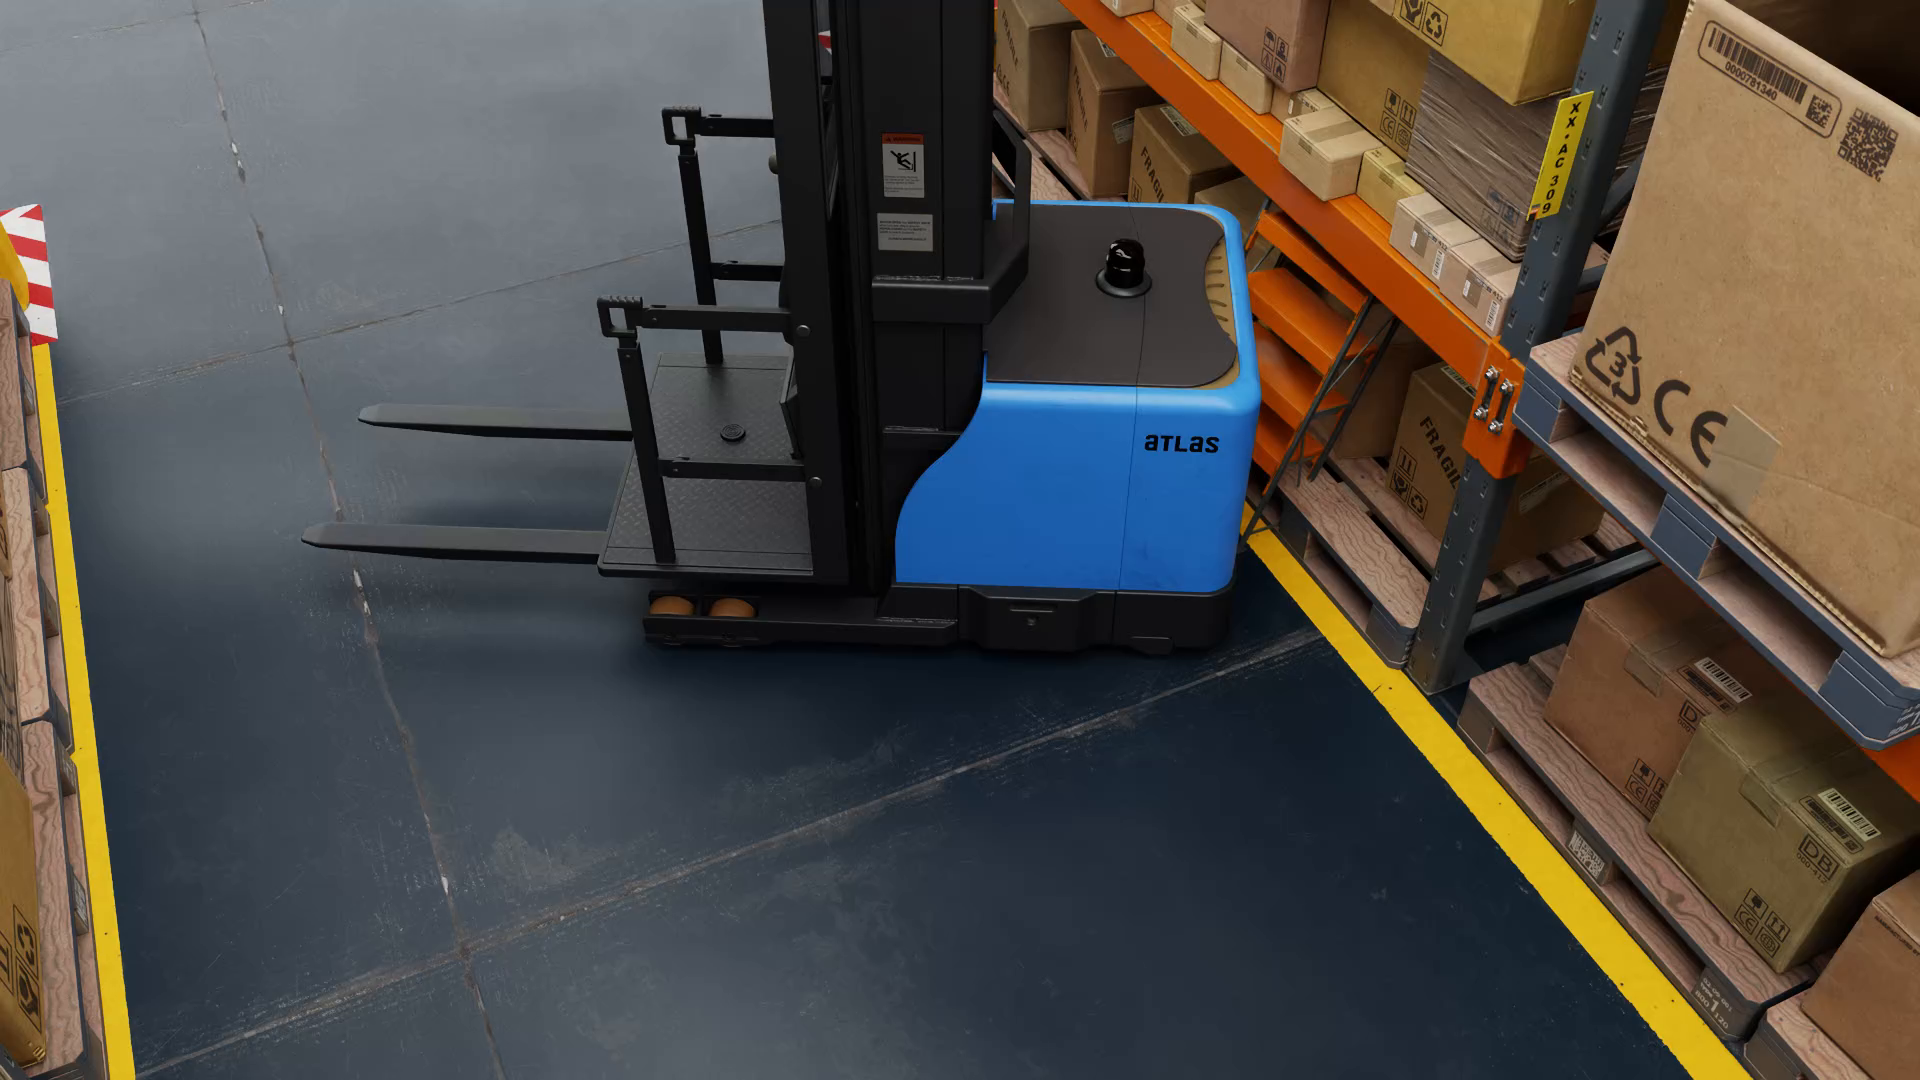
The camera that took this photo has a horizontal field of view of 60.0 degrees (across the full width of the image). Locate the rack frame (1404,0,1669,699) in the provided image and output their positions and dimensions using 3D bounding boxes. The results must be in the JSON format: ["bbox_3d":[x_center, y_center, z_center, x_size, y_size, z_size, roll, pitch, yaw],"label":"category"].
[{"bbox_3d":[1.900,-0.755,4.380,1.000,3.000,0.127,-18,47,-17],"label":"rack frame"}]

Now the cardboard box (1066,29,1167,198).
[{"bbox_3d":[0.748,-1.790,6.909,0.500,0.500,0.500,-7,45,-7],"label":"cardboard box"}]

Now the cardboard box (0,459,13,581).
[{"bbox_3d":[-3.608,-0.324,5.157,0.875,0.875,0.875,-19,48,-18],"label":"cardboard box"}]

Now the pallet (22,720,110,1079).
[{"bbox_3d":[-2.891,1.130,4.454,1.003,0.211,1.213,-18,47,-17],"label":"pallet"}]

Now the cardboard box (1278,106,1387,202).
[{"bbox_3d":[1.190,-1.181,4.991,0.380,0.149,0.250,-18,47,-17],"label":"cardboard box"}]

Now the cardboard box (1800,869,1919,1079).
[{"bbox_3d":[2.558,1.042,4.025,0.700,0.500,0.500,-22,49,-21],"label":"cardboard box"}]

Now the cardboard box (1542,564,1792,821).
[{"bbox_3d":[2.139,0.376,4.700,0.700,0.500,0.500,-22,49,-20],"label":"cardboard box"}]

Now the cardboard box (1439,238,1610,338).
[{"bbox_3d":[1.543,-0.716,4.519,0.380,0.149,0.250,-18,47,-17],"label":"cardboard box"}]

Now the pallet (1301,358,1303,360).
[{"bbox_3d":[1.069,-0.959,6.571,1.003,0.211,1.213,-18,47,-17],"label":"pallet"}]

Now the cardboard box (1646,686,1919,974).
[{"bbox_3d":[2.322,0.685,4.386,0.700,0.500,0.500,-18,47,-18],"label":"cardboard box"}]

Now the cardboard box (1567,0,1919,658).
[{"bbox_3d":[2.107,-0.570,3.466,1.000,1.000,1.000,-18,47,-17],"label":"cardboard box"}]

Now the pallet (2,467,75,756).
[{"bbox_3d":[-3.408,0.352,5.243,1.003,0.211,1.213,-18,47,-17],"label":"pallet"}]

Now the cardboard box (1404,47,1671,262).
[{"bbox_3d":[1.767,-1.202,4.549,0.875,0.500,0.500,-18,47,-17],"label":"cardboard box"}]

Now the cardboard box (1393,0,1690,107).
[{"bbox_3d":[1.461,-1.458,4.097,0.500,0.500,0.500,-18,47,-17],"label":"cardboard box"}]

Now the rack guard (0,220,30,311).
[{"bbox_3d":[-4.335,-1.029,6.437,1.175,0.500,0.348,-18,47,-17],"label":"rack guard"}]

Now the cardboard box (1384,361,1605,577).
[{"bbox_3d":[1.768,-0.281,5.380,0.500,0.500,0.500,-19,48,-19],"label":"cardboard box"}]

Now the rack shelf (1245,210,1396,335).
[{"bbox_3d":[1.171,-0.865,5.265,0.258,0.148,0.480,-16,51,-37],"label":"rack shelf"}]

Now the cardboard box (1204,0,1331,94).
[{"bbox_3d":[1.287,-1.819,5.175,0.875,0.500,0.500,-18,47,-17],"label":"cardboard box"}]

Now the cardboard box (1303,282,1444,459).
[{"bbox_3d":[1.520,-0.644,5.748,0.500,0.500,0.500,-5,45,-5],"label":"cardboard box"}]

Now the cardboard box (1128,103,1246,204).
[{"bbox_3d":[0.994,-1.386,6.499,0.500,0.500,0.500,-14,46,-14],"label":"cardboard box"}]

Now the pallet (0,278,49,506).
[{"bbox_3d":[-3.917,-0.425,6.030,1.003,0.211,1.213,-18,47,-17],"label":"pallet"}]

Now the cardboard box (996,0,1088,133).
[{"bbox_3d":[0.466,-2.161,7.285,0.500,0.500,0.500,-10,45,-10],"label":"cardboard box"}]

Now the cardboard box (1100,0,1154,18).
[{"bbox_3d":[0.664,-1.978,5.798,0.380,0.149,0.250,-18,47,-17],"label":"cardboard box"}]

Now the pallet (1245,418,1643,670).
[{"bbox_3d":[1.586,-0.180,5.782,1.003,0.211,1.213,-18,47,-17],"label":"pallet"}]

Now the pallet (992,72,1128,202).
[{"bbox_3d":[0.560,-1.735,7.358,1.003,0.211,1.213,-18,47,-17],"label":"pallet"}]

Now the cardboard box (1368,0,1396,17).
[{"bbox_3d":[1.250,-1.776,4.420,0.500,0.500,0.500,-18,47,-17],"label":"cardboard box"}]

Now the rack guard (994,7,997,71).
[{"bbox_3d":[0.250,-2.366,7.792,1.175,0.500,0.348,-18,47,-17],"label":"rack guard"}]

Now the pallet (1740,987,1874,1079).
[{"bbox_3d":[2.746,1.512,4.068,1.003,0.211,1.213,-18,47,-17],"label":"pallet"}]

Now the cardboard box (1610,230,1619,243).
[{"bbox_3d":[2.083,-0.891,4.697,0.380,0.149,0.250,-18,47,-17],"label":"cardboard box"}]

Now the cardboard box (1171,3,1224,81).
[{"bbox_3d":[0.926,-1.676,5.492,0.380,0.149,0.250,-18,47,-17],"label":"cardboard box"}]

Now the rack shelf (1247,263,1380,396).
[{"bbox_3d":[1.105,-0.692,5.413,0.258,0.148,0.480,-16,51,-37],"label":"rack shelf"}]

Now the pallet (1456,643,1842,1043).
[{"bbox_3d":[2.229,0.733,4.857,1.003,0.211,1.213,-18,47,-17],"label":"pallet"}]

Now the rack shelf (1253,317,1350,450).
[{"bbox_3d":[1.042,-0.529,5.552,0.258,0.148,0.480,-16,51,-37],"label":"rack shelf"}]

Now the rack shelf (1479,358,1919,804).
[{"bbox_3d":[2.741,0.776,3.341,1.077,0.370,4.000,-18,47,-17],"label":"rack shelf"}]

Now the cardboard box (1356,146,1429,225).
[{"bbox_3d":[1.396,-1.055,4.862,0.380,0.149,0.250,-18,47,-17],"label":"cardboard box"}]

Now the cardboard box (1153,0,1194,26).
[{"bbox_3d":[0.890,-1.858,5.676,0.380,0.149,0.250,-18,47,-17],"label":"cardboard box"}]

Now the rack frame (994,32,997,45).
[{"bbox_3d":[0.218,-3.304,6.963,1.000,3.000,0.127,-18,47,-17],"label":"rack frame"}]

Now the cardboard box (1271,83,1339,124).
[{"bbox_3d":[1.204,-1.380,5.191,0.380,0.149,0.250,-18,47,-17],"label":"cardboard box"}]

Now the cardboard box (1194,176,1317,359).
[{"bbox_3d":[1.188,-1.017,6.125,0.500,0.500,0.500,-22,49,-21],"label":"cardboard box"}]

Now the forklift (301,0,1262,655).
[{"bbox_3d":[-0.627,-1.065,4.742,3.031,2.935,1.130,2,45,2],"label":"forklift"}]

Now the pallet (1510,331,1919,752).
[{"bbox_3d":[2.089,-0.157,3.910,1.003,0.211,1.213,-18,47,-17],"label":"pallet"}]

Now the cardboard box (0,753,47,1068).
[{"bbox_3d":[-2.844,0.831,3.986,0.875,0.875,0.875,-17,47,-17],"label":"cardboard box"}]

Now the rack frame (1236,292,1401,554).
[{"bbox_3d":[1.202,-0.420,5.388,0.240,1.200,0.015,-16,51,-37],"label":"rack frame"}]

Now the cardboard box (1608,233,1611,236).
[{"bbox_3d":[1.989,-1.055,4.862,0.380,0.149,0.250,-18,47,-17],"label":"cardboard box"}]

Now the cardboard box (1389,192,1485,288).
[{"bbox_3d":[1.446,-0.878,4.683,0.380,0.149,0.250,-18,47,-17],"label":"cardboard box"}]

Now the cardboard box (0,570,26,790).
[{"bbox_3d":[-3.226,0.257,4.567,0.875,0.875,0.875,-18,47,-17],"label":"cardboard box"}]

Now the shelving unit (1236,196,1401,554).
[{"bbox_3d":[1.061,-0.578,5.510,0.258,1.200,0.503,-16,51,-37],"label":"shelving unit"}]

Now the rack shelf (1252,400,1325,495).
[{"bbox_3d":[0.987,-0.383,5.676,0.258,0.148,0.480,-16,51,-37],"label":"rack shelf"}]

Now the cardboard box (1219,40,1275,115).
[{"bbox_3d":[1.062,-1.527,5.341,0.380,0.149,0.250,-18,47,-17],"label":"cardboard box"}]

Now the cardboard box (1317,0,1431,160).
[{"bbox_3d":[1.589,-1.531,4.883,0.875,0.500,0.500,-18,47,-17],"label":"cardboard box"}]

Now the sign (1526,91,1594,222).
[{"bbox_3d":[1.411,-0.898,3.908,0.100,0.325,0.005,-18,47,-17],"label":"sign"}]

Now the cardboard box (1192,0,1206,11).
[{"bbox_3d":[1.114,-2.150,5.511,0.875,0.500,0.500,-18,47,-17],"label":"cardboard box"}]

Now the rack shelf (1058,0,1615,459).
[{"bbox_3d":[1.059,-1.774,5.924,1.077,0.370,4.000,-18,47,-17],"label":"rack shelf"}]

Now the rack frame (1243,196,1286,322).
[{"bbox_3d":[0.920,-0.735,5.632,0.240,1.200,0.015,-16,51,-37],"label":"rack frame"}]
